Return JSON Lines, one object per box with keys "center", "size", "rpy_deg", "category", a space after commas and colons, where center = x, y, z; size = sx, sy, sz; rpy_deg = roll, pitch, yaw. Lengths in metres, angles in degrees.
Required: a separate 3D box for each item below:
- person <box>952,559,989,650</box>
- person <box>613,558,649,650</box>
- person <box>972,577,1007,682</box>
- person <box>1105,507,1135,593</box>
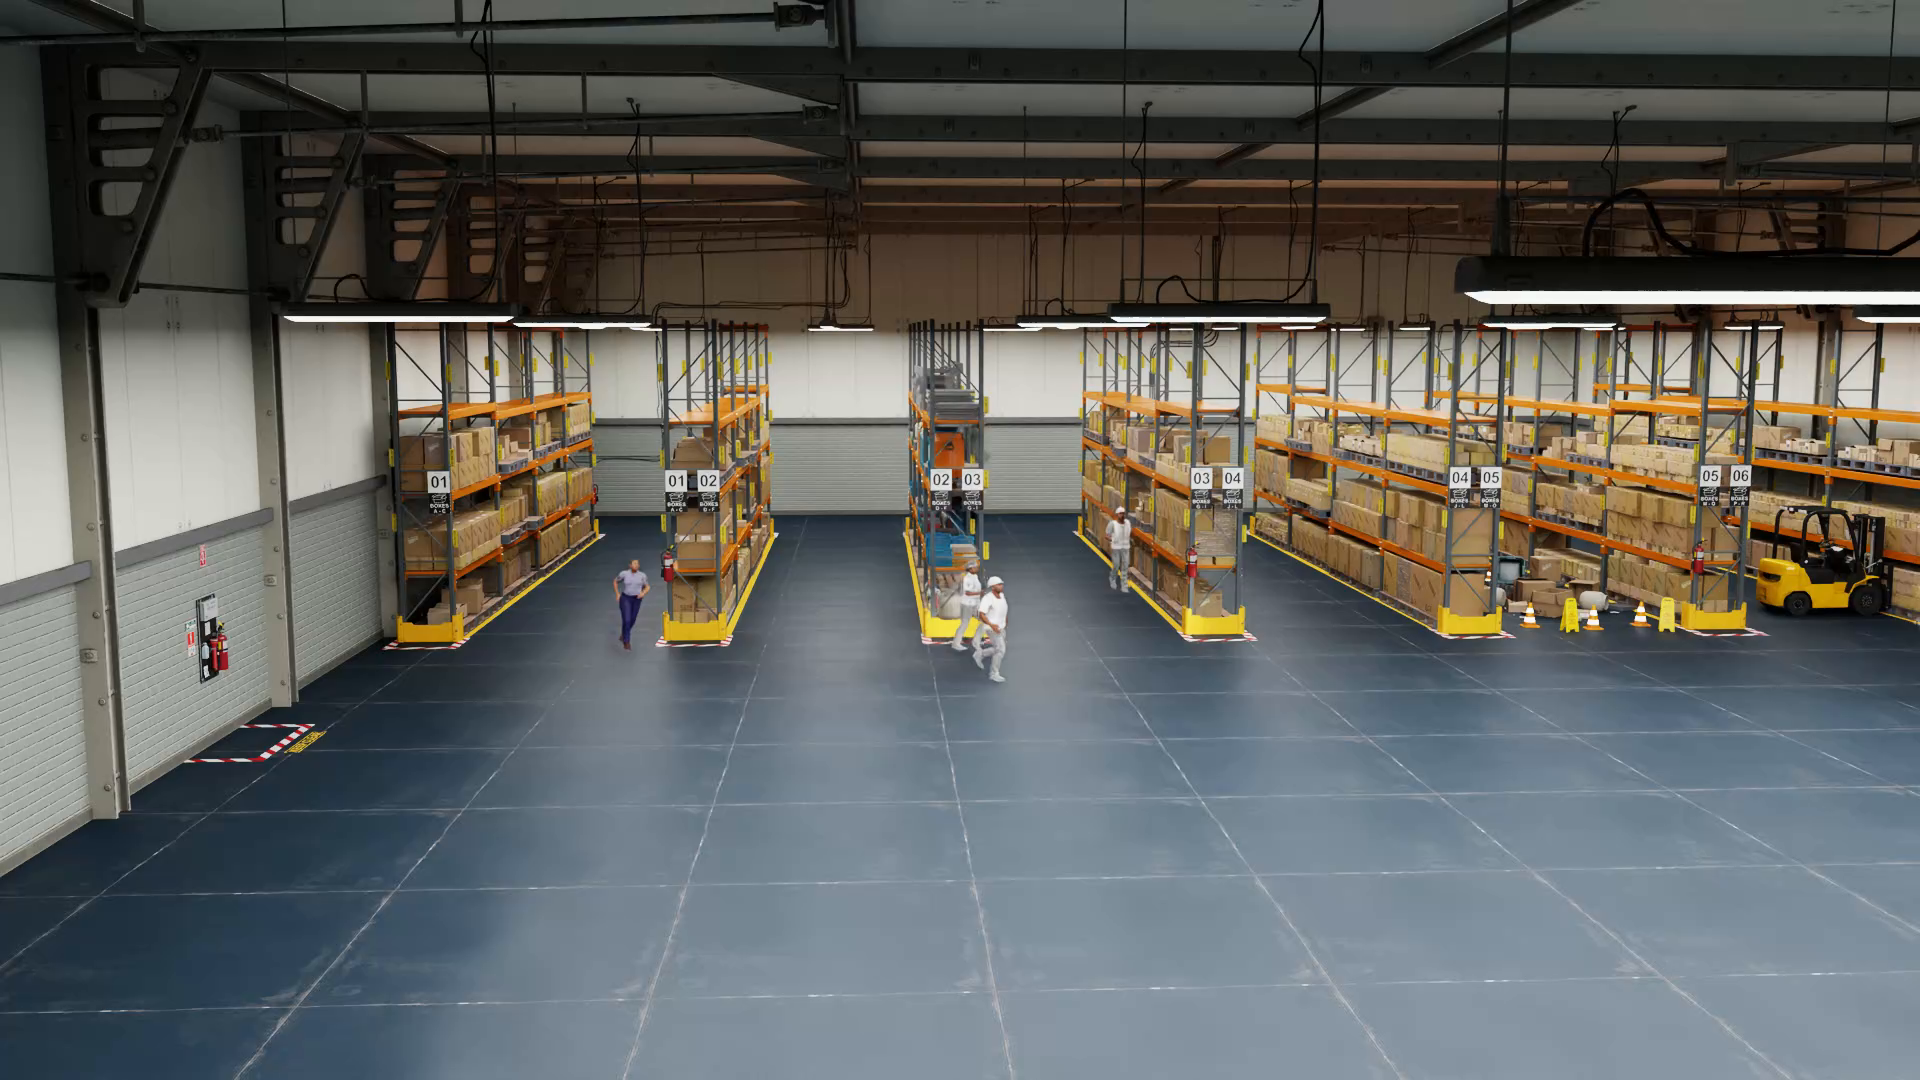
{"center": [0.230, 1.196, 29.993], "size": [0.724, 1.723, 0.584], "rpy_deg": [4, 8, 31], "category": "person"}
{"center": [-6.044, 1.152, 30.662], "size": [0.626, 1.646, 0.756], "rpy_deg": [-4, 8, -27], "category": "person"}
{"center": [0.490, 1.459, 27.673], "size": [0.656, 1.748, 0.704], "rpy_deg": [4, 8, 28], "category": "person"}
{"center": [3.408, 0.198, 35.178], "size": [0.682, 1.779, 0.858], "rpy_deg": [-2, 7, -14], "category": "person"}
